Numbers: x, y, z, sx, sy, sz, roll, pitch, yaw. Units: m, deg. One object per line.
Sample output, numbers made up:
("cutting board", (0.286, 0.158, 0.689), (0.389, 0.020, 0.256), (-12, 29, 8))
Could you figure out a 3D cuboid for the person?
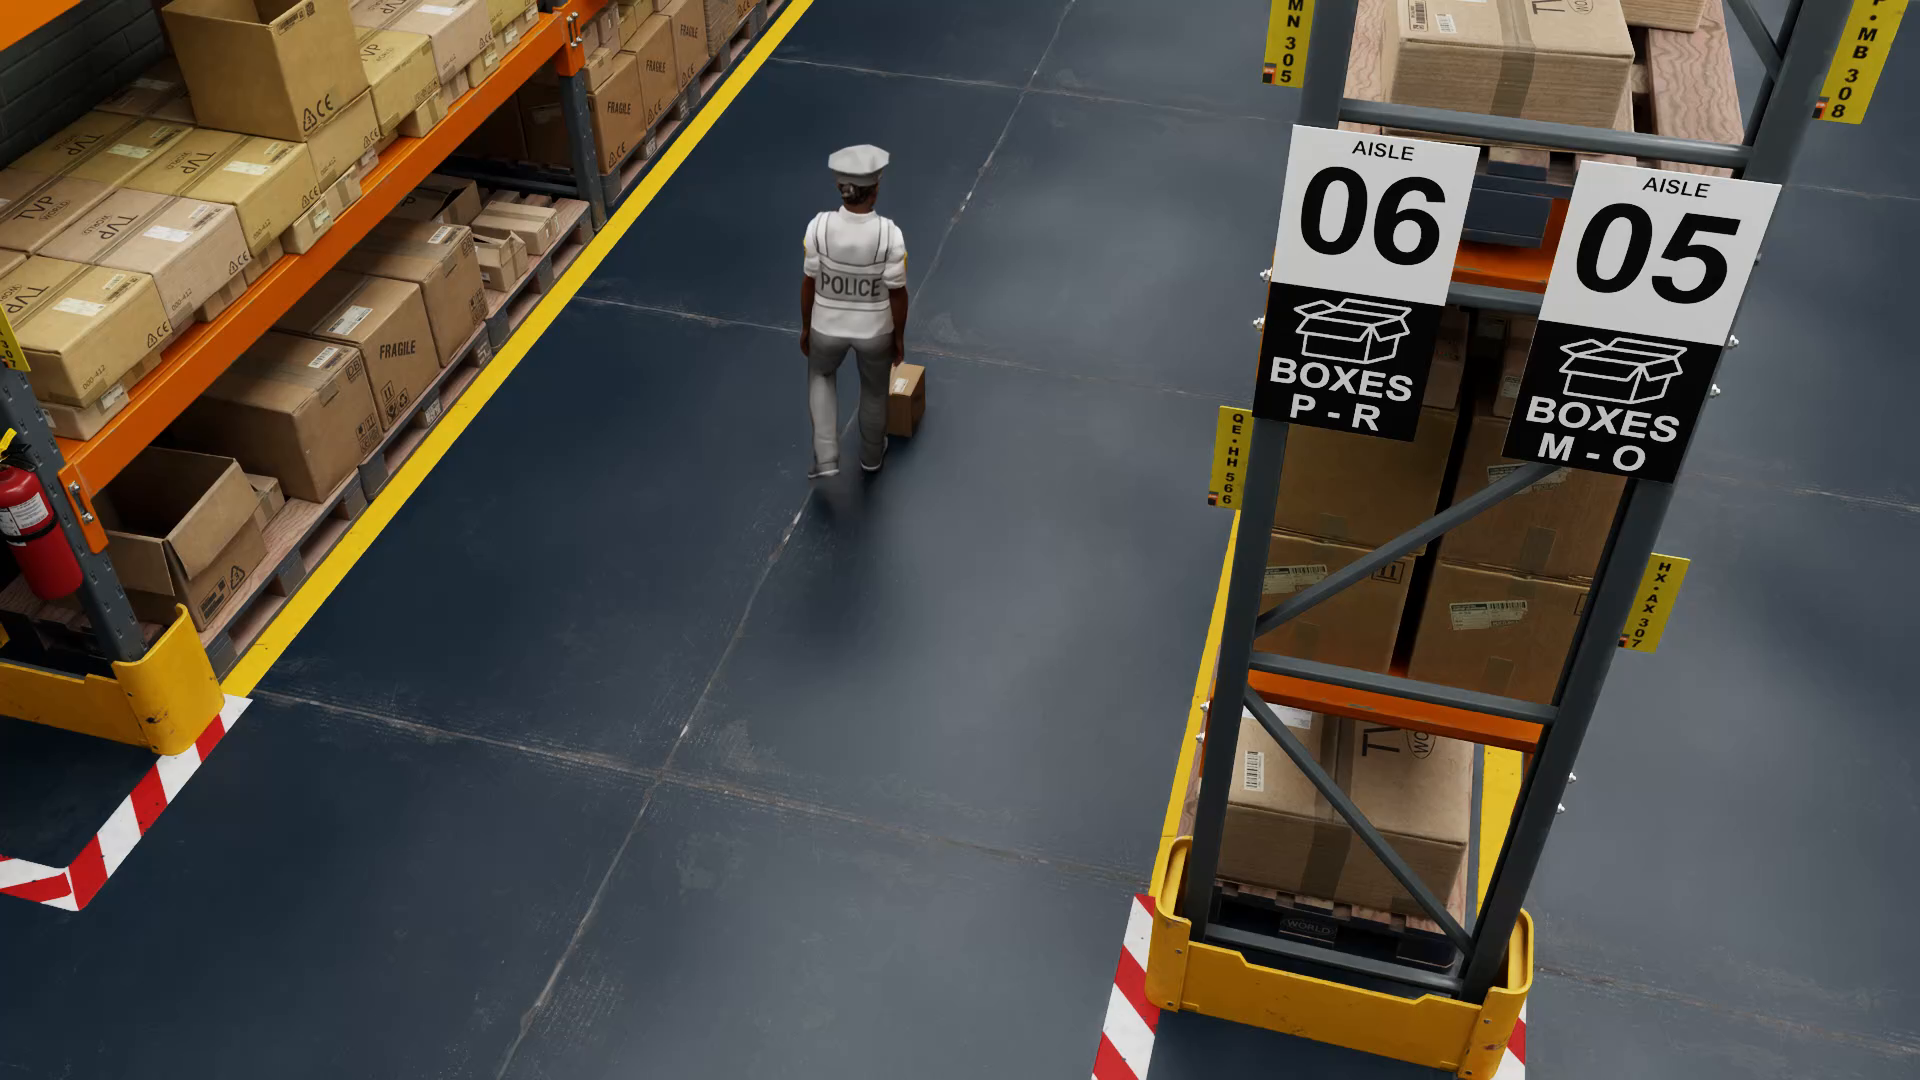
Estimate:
("person", (-0.450, -0.947, 7.205), (0.484, 1.645, 0.548), (2, 41, 3))
